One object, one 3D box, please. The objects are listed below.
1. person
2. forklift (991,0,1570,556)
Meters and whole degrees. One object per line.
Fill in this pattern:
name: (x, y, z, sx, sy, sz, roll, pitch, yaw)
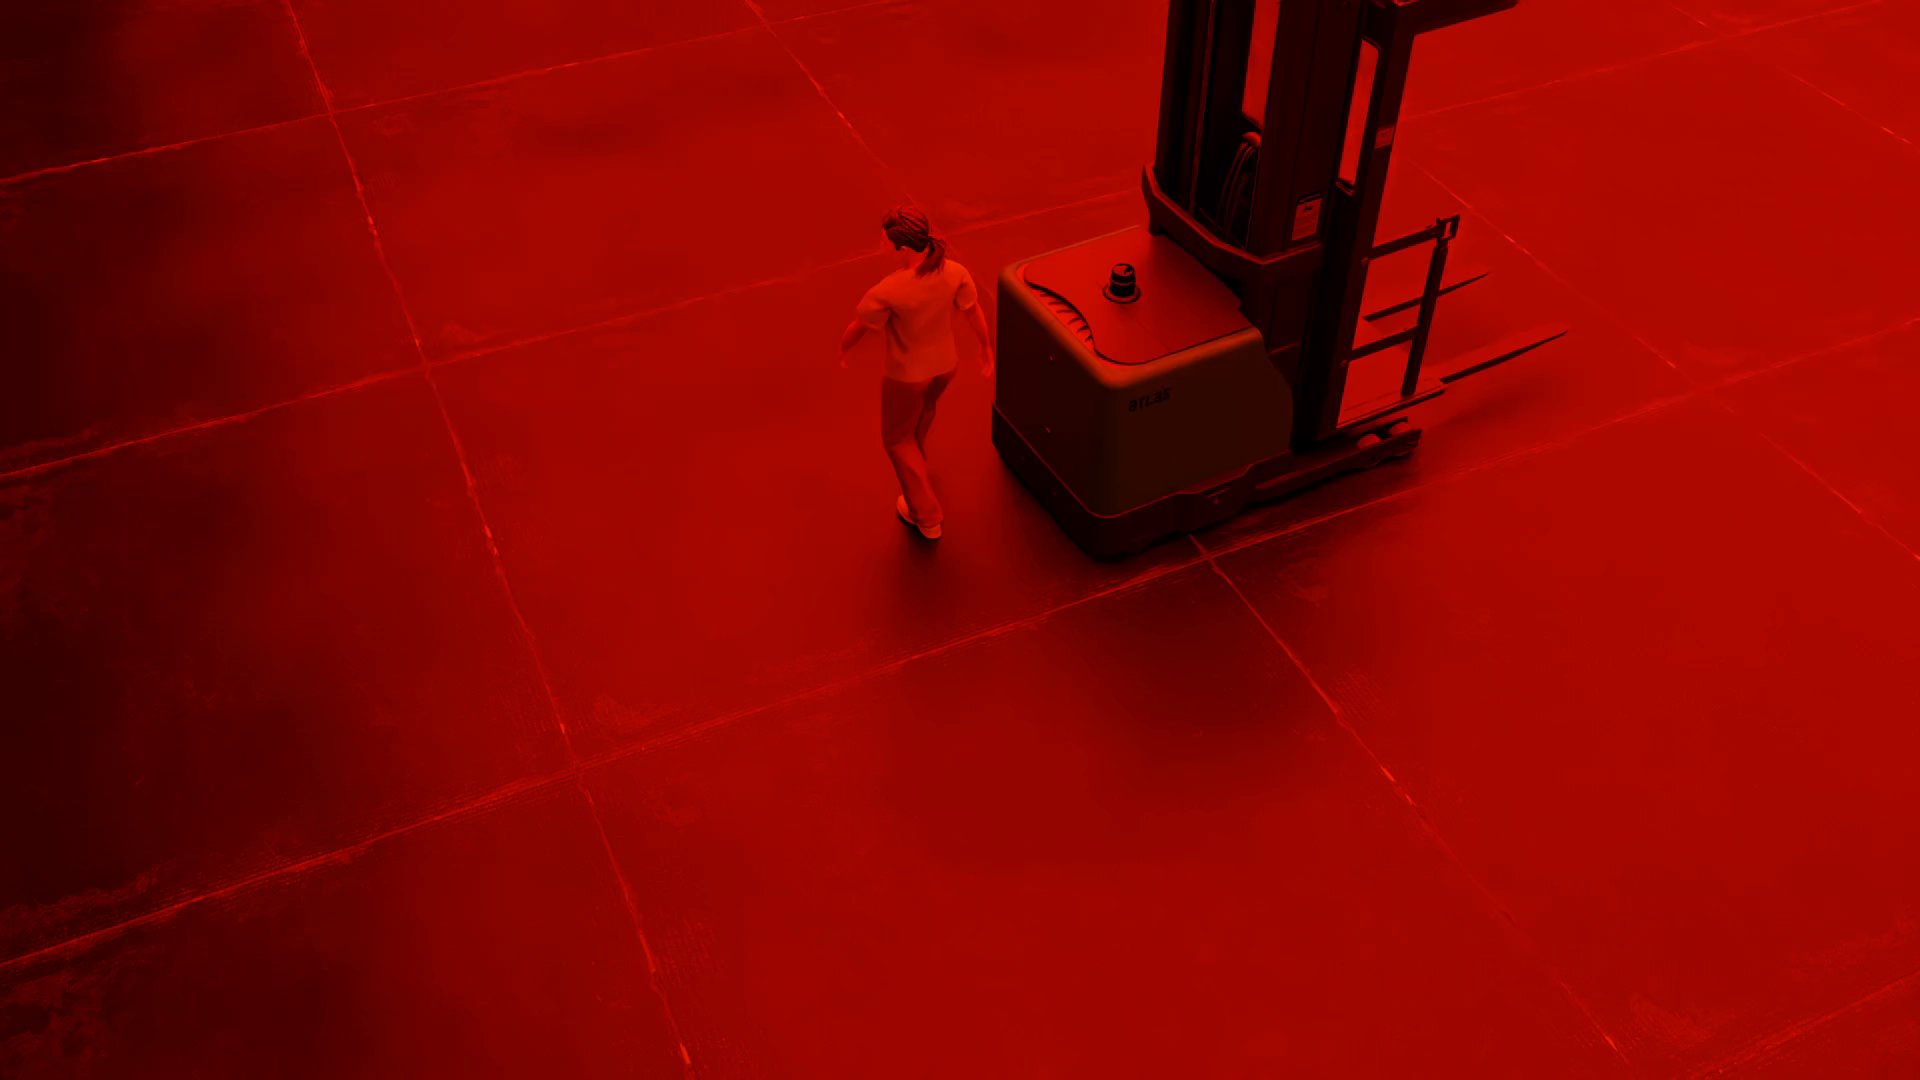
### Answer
person: (-0.233, -0.870, 7.573, 0.645, 1.619, 0.814, -25, 48, -24)
forklift: (1.700, -1.725, 7.529, 3.031, 2.935, 1.130, -20, 47, -20)
